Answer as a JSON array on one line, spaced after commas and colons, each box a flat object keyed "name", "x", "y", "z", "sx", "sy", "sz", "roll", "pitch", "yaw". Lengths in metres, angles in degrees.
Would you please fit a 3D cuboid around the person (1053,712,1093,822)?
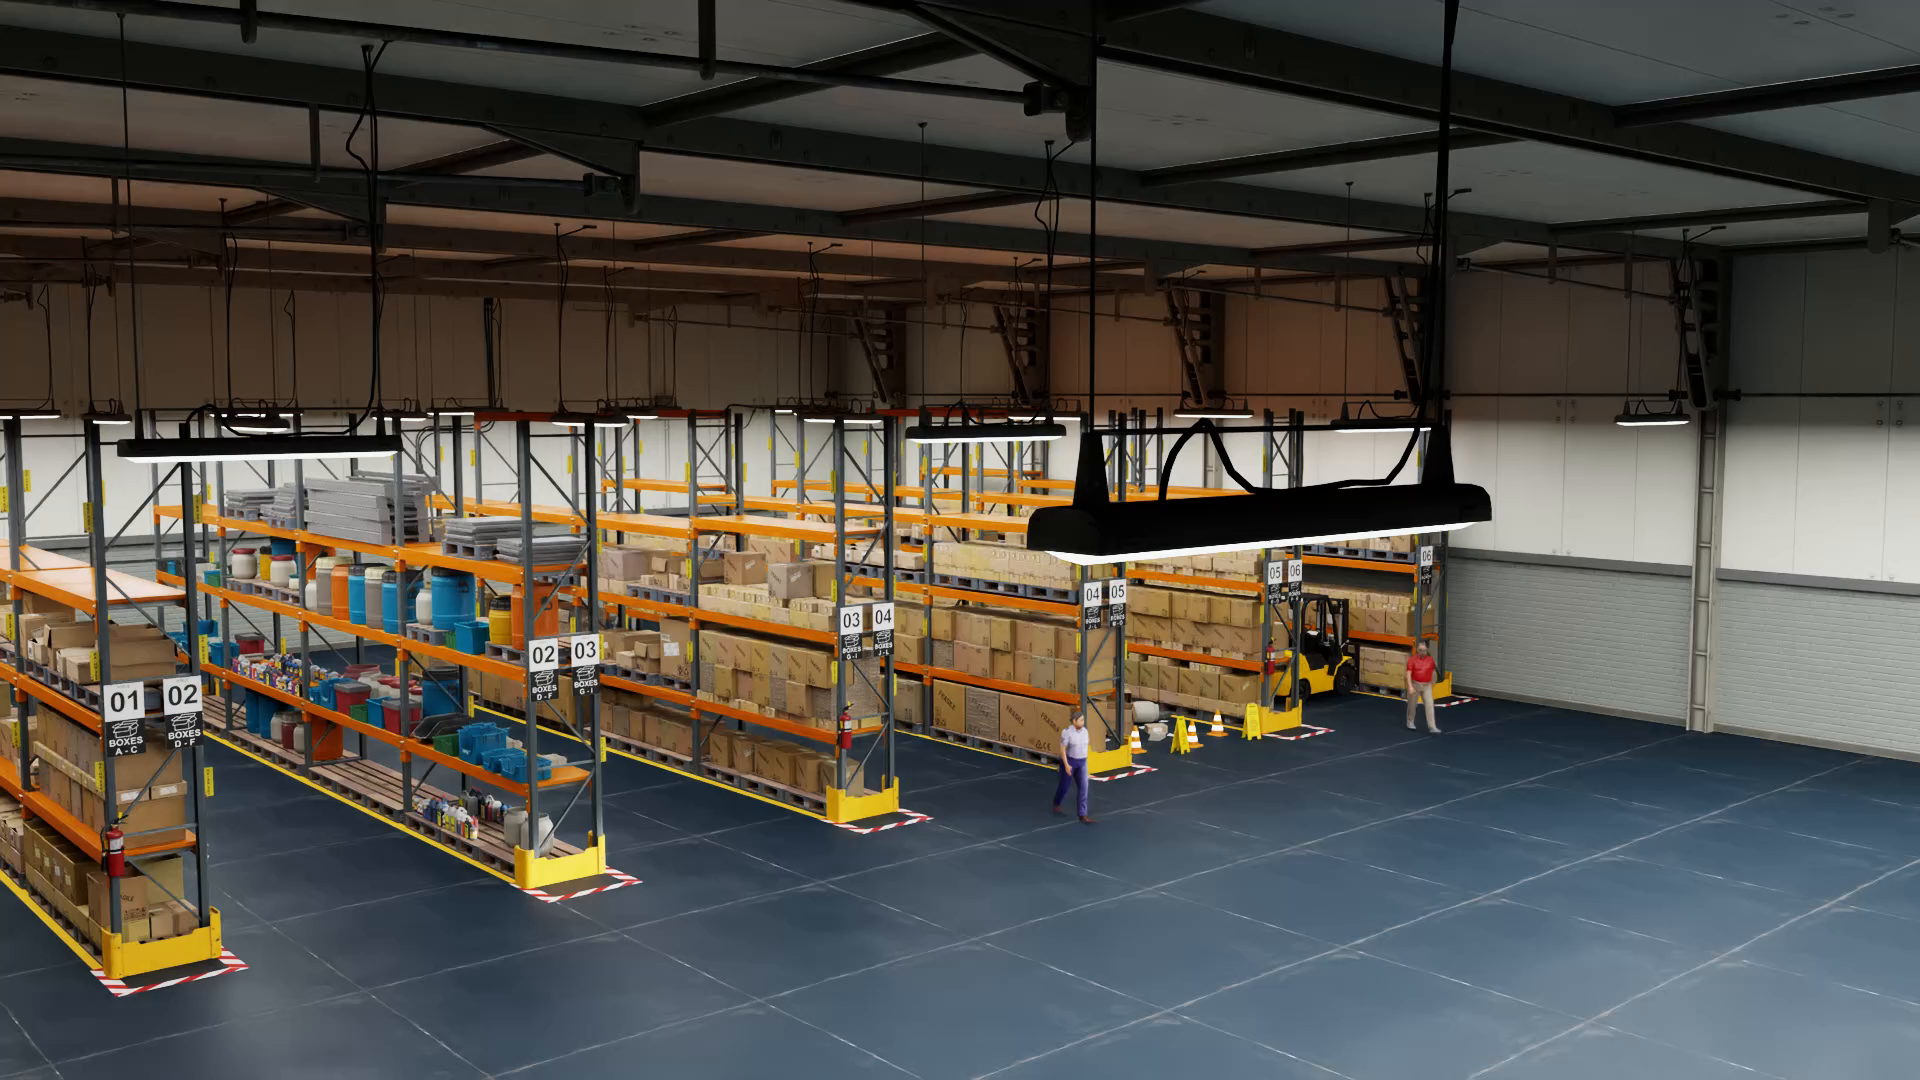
[{"name": "person", "x": 1.723, "y": 3.352, "z": 24.788, "sx": 0.556, "sy": 1.598, "sz": 0.940, "roll": -3, "pitch": 6, "yaw": -31}]

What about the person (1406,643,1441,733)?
[{"name": "person", "x": 8.615, "y": 2.754, "z": 31.019, "sx": 0.566, "sy": 1.668, "sz": 1.061, "roll": 0, "pitch": 5, "yaw": 2}]

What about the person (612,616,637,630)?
[{"name": "person", "x": -8.757, "y": 1.660, "z": 43.722, "sx": 0.822, "sy": 1.644, "sz": 0.480, "roll": 0, "pitch": 5, "yaw": -3}]
